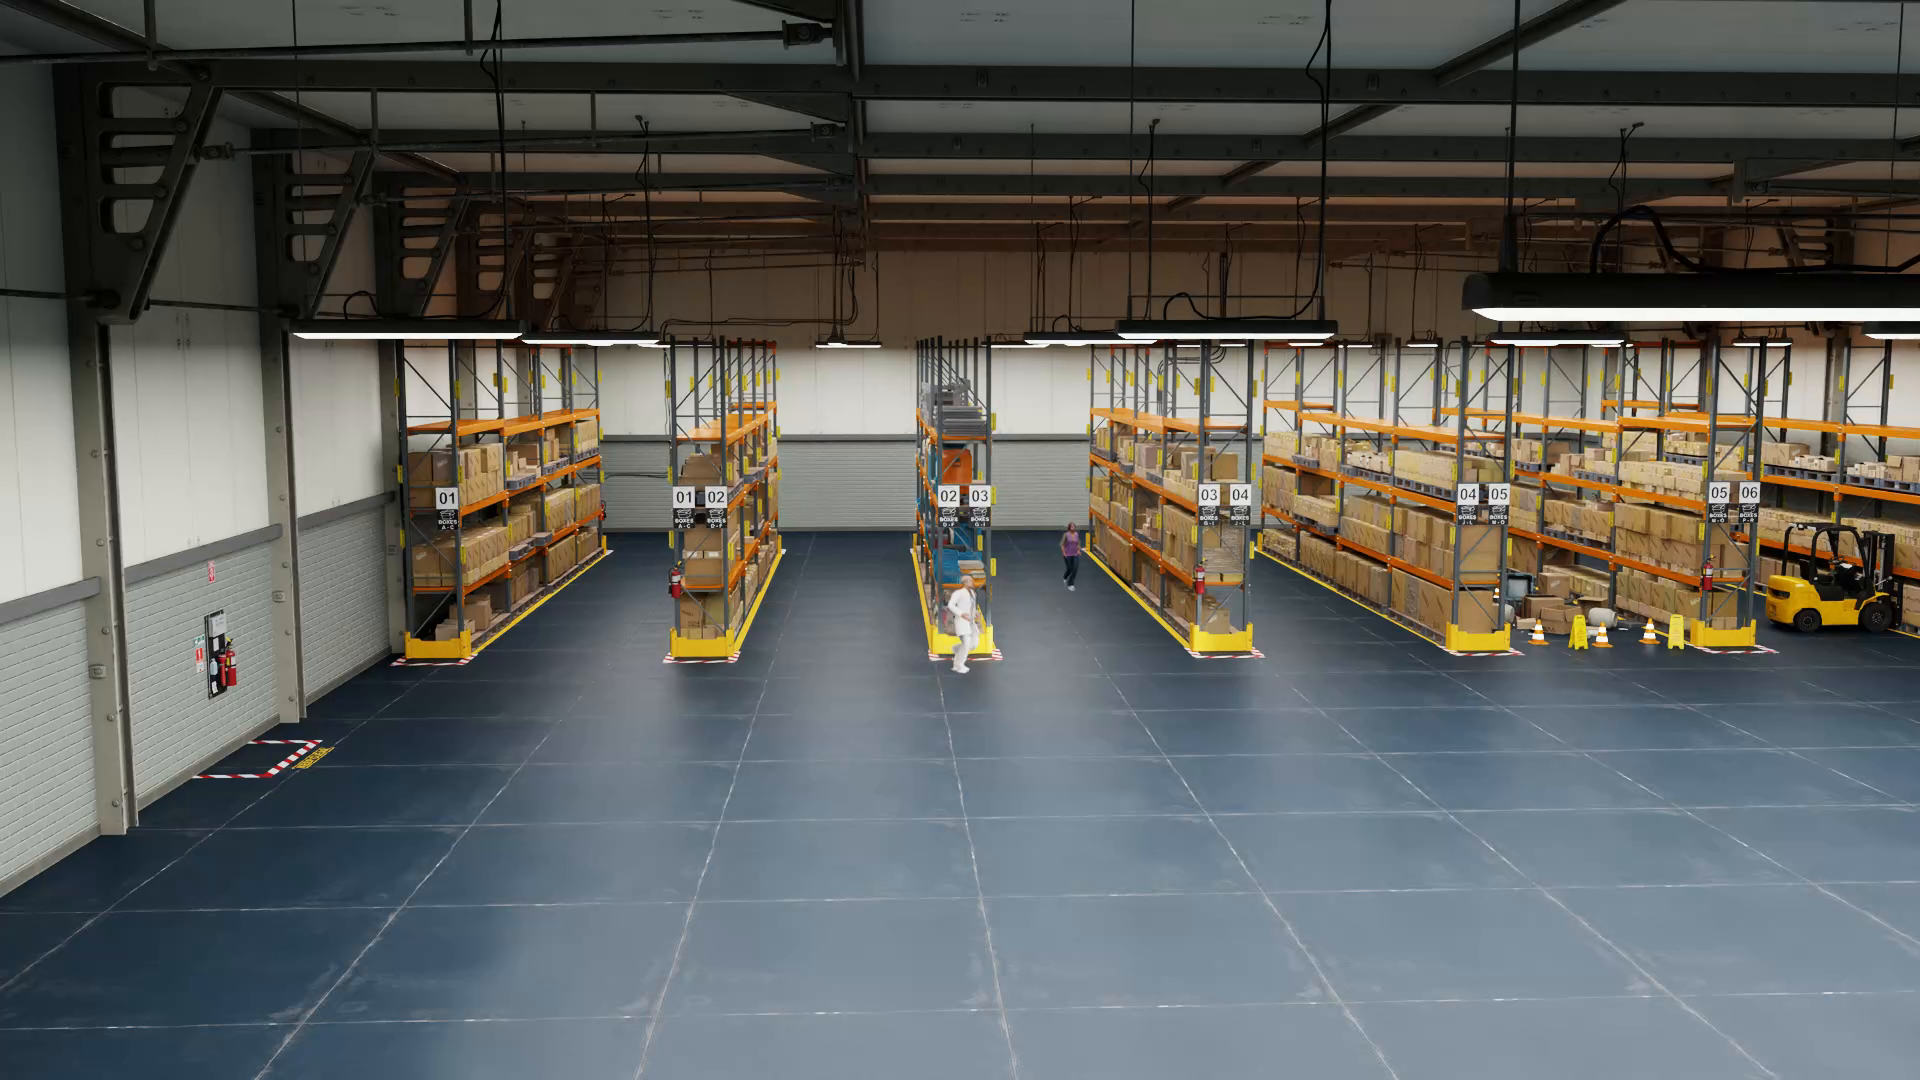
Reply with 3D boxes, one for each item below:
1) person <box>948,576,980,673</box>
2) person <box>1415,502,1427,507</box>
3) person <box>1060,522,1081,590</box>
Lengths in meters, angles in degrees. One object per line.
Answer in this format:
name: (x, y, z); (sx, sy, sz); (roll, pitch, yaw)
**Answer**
person: (0.091, 1.492, 29.991); (0.554, 1.700, 0.728); (5, 8, 38)
person: (13.711, -0.740, 49.452); (0.652, 1.751, 0.712); (2, 7, 16)
person: (2.526, 0.352, 38.001); (0.522, 1.565, 0.518); (-2, 7, -16)
